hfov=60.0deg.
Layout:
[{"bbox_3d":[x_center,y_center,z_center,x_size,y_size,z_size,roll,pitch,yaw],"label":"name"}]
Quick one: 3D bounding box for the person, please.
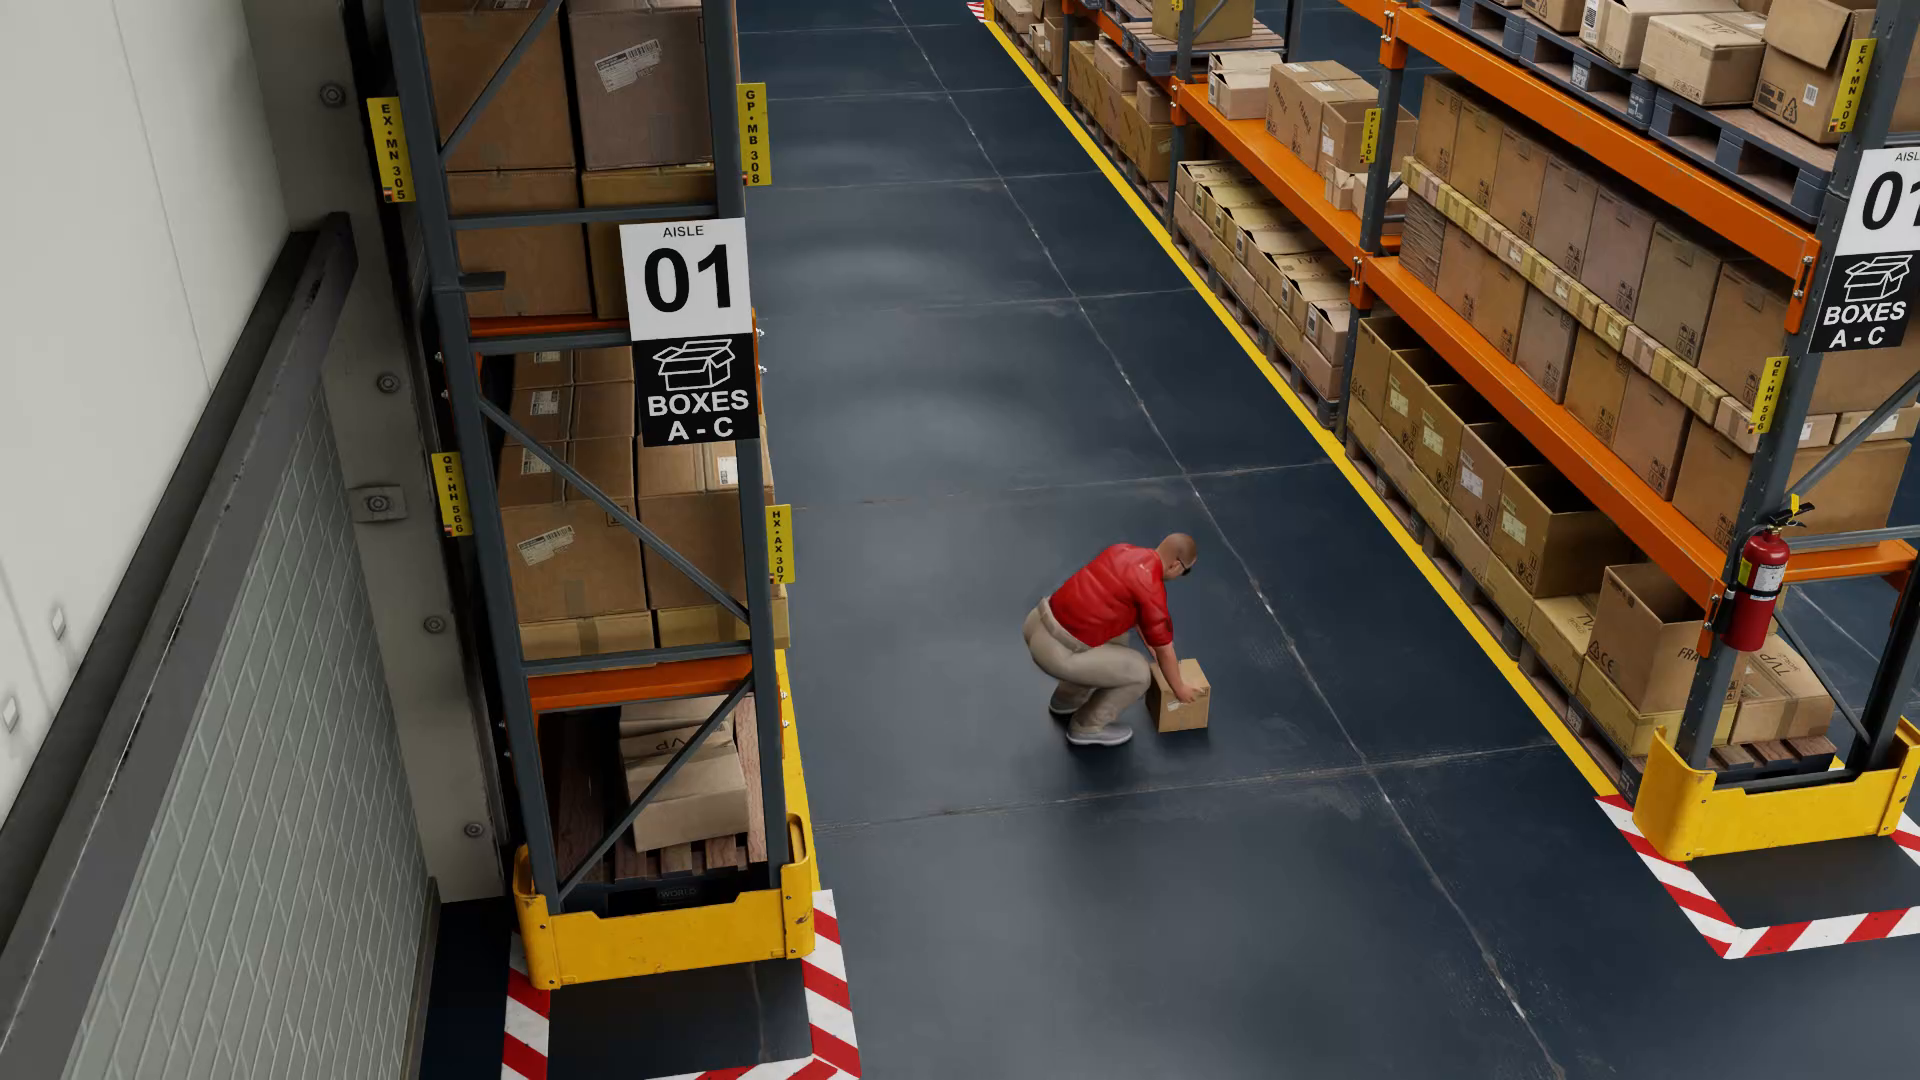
[{"bbox_3d":[0.746,0.455,8.091,0.824,1.013,0.563,-5,31,-9],"label":"person"}]
